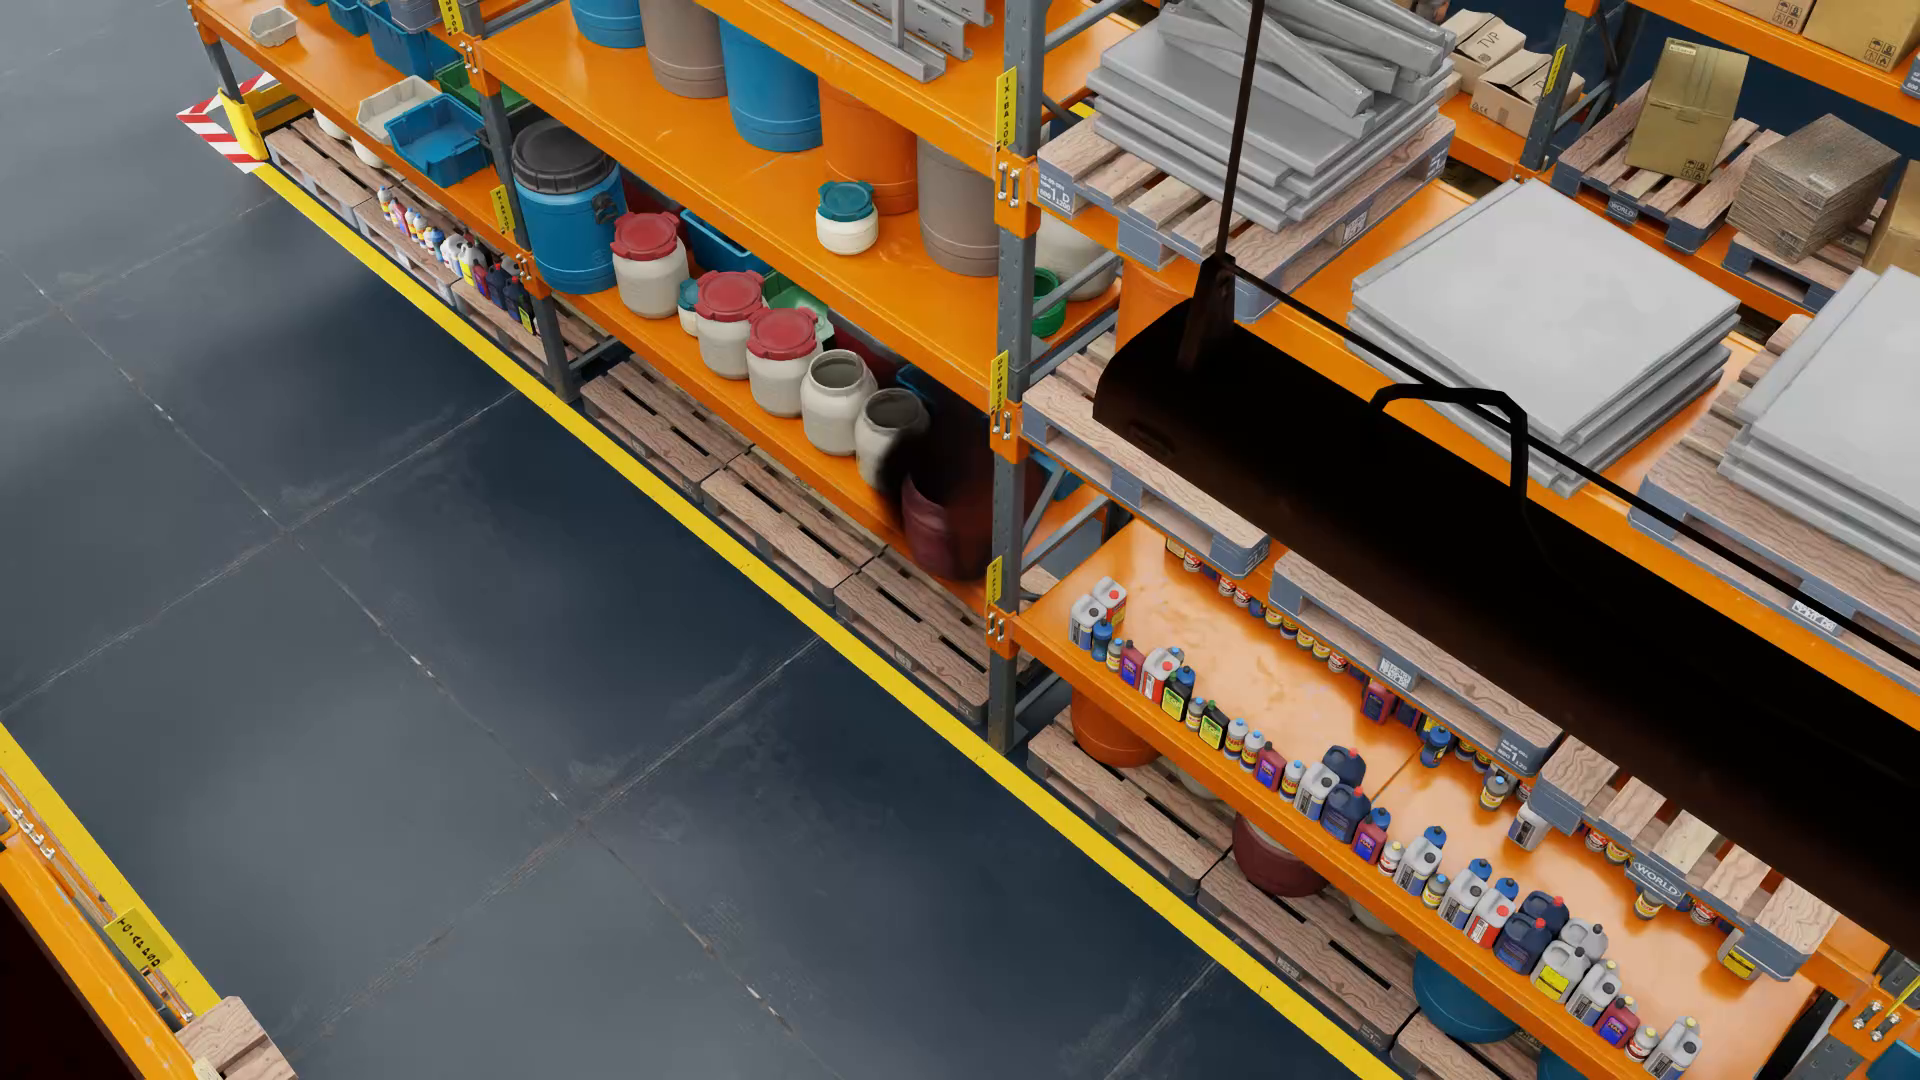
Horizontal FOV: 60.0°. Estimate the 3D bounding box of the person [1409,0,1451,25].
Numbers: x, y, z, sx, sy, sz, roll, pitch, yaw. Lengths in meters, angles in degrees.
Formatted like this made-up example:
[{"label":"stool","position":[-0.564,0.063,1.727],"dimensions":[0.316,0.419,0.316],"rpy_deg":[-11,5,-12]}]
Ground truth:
[{"label":"person","position":[3.580,-4.180,12.870],"dimensions":[0.428,1.710,0.449],"rpy_deg":[-10,51,-8]}]
